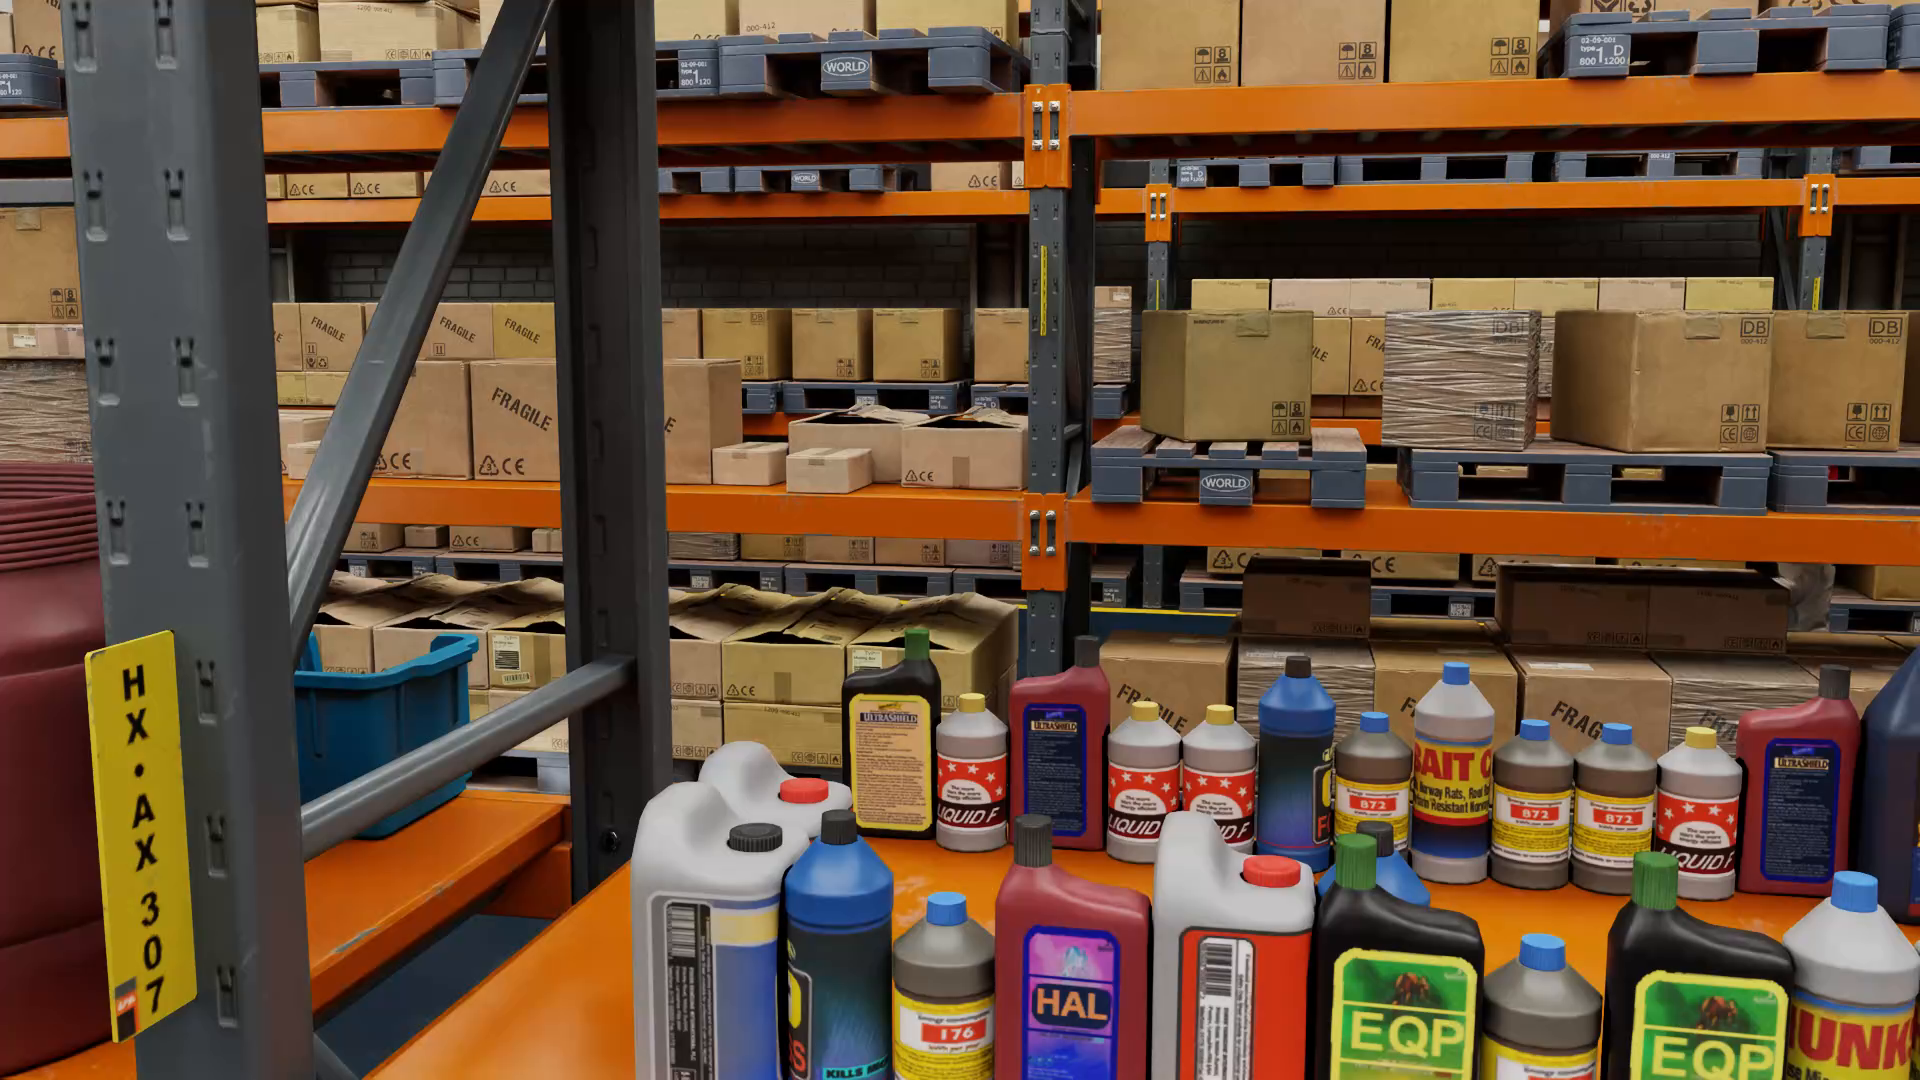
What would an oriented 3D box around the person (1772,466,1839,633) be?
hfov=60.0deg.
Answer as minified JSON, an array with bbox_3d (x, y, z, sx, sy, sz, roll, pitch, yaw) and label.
[{"bbox_3d":[4.683,-0.141,9.354,0.929,1.686,0.541,1,8,6],"label":"person"}]
